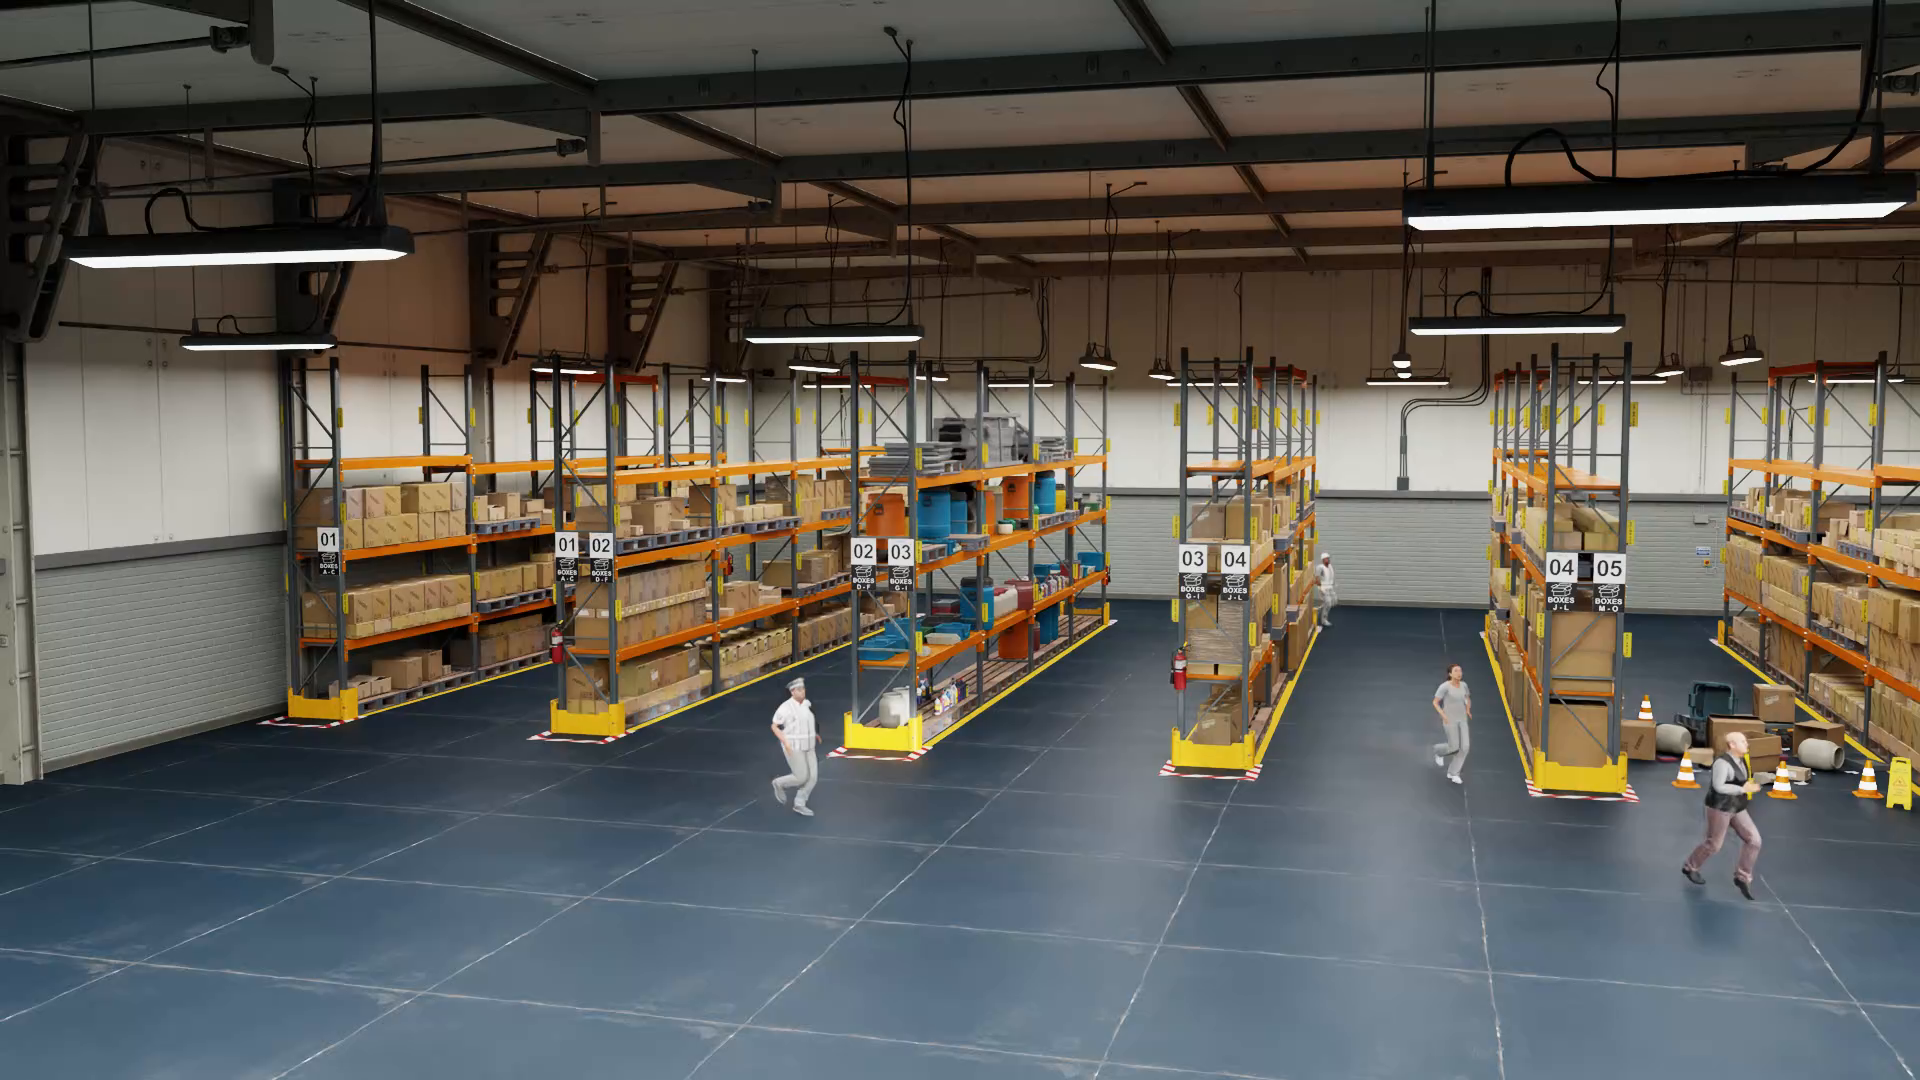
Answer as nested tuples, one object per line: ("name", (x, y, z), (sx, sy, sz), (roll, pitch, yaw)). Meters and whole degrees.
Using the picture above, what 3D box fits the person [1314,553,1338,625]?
("person", (8.854, 1.186, 40.270), (0.547, 1.744, 0.714), (3, 5, 39))

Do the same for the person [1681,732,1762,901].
("person", (8.023, 2.871, 17.484), (0.678, 1.762, 0.852), (-3, 5, -38))

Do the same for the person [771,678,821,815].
("person", (-2.065, 2.601, 21.061), (0.598, 1.745, 0.672), (3, 5, 39))

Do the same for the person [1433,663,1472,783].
("person", (6.827, 2.517, 23.061), (0.575, 1.640, 0.611), (-1, 4, -16))
